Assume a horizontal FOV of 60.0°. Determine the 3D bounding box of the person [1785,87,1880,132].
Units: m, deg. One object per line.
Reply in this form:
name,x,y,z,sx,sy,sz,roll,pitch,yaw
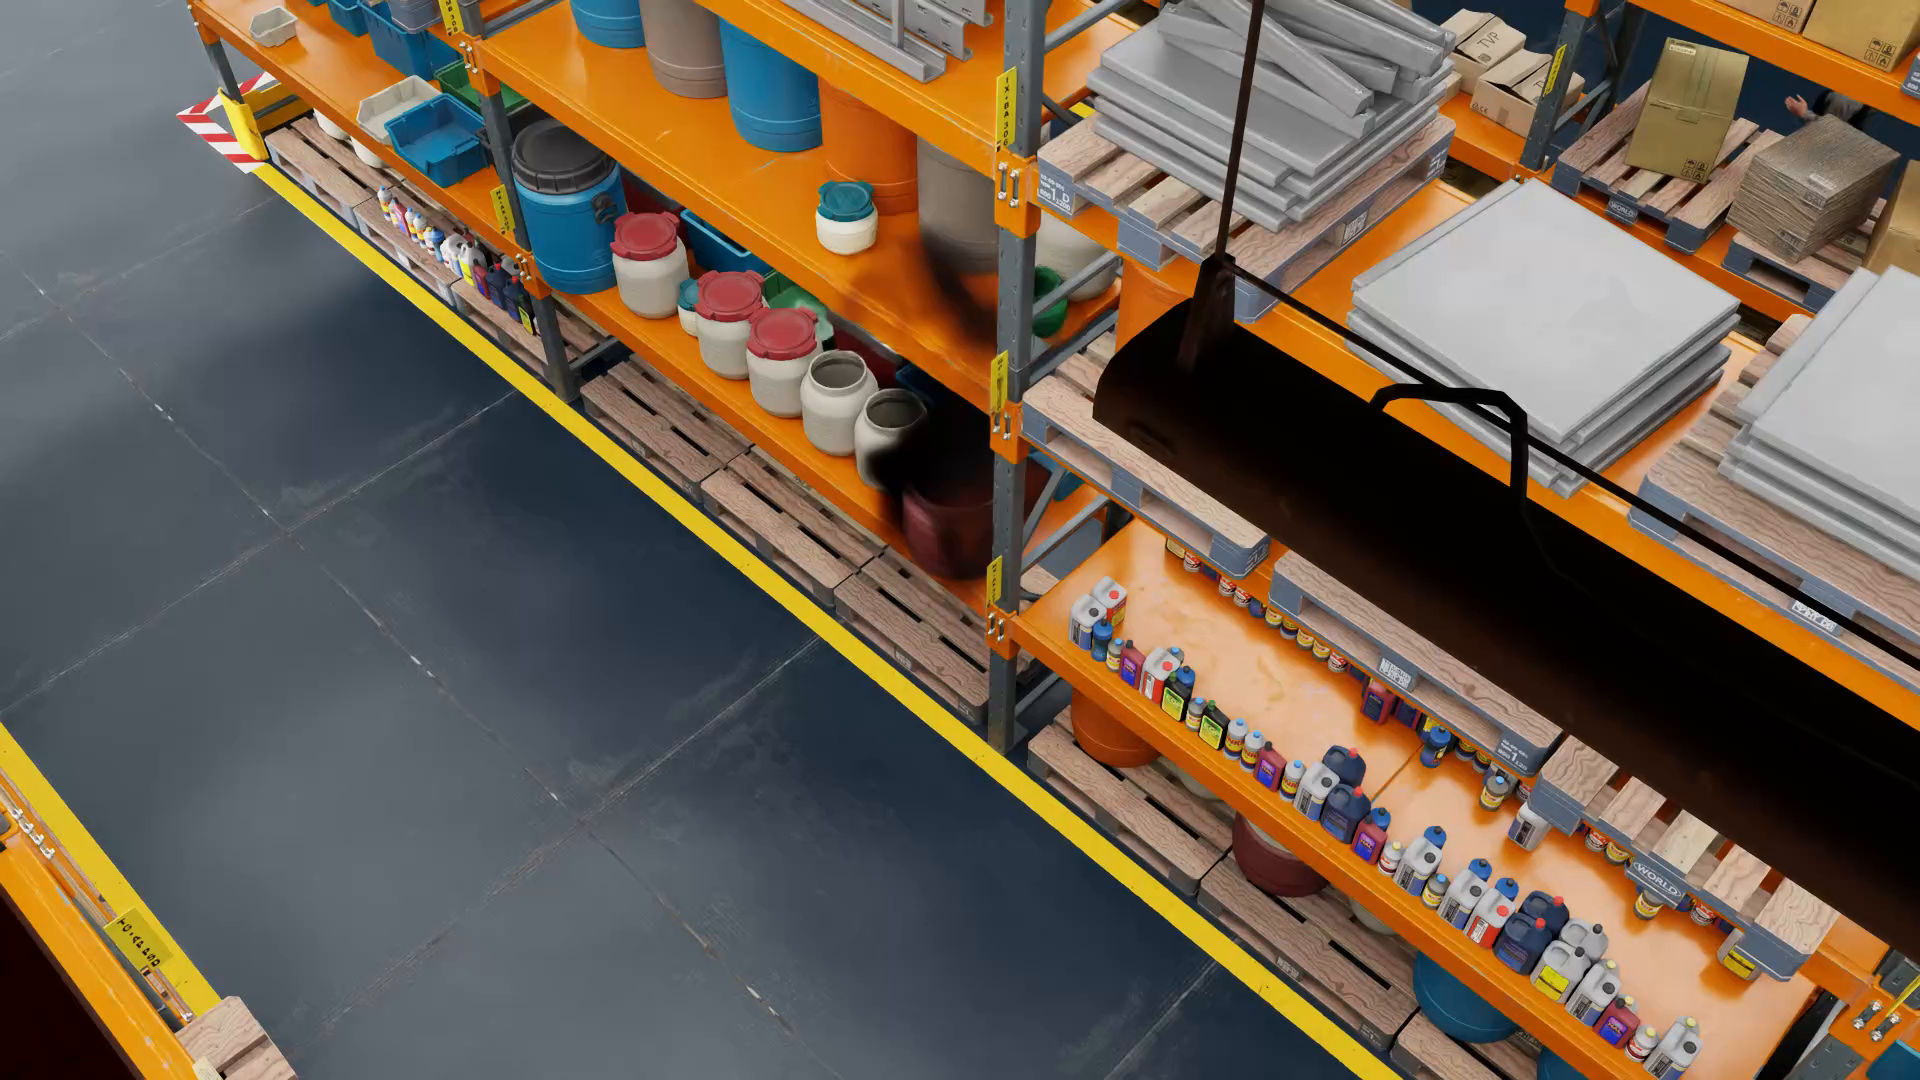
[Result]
person,6.012,-2.789,11.605,0.646,1.683,0.654,34,58,25
